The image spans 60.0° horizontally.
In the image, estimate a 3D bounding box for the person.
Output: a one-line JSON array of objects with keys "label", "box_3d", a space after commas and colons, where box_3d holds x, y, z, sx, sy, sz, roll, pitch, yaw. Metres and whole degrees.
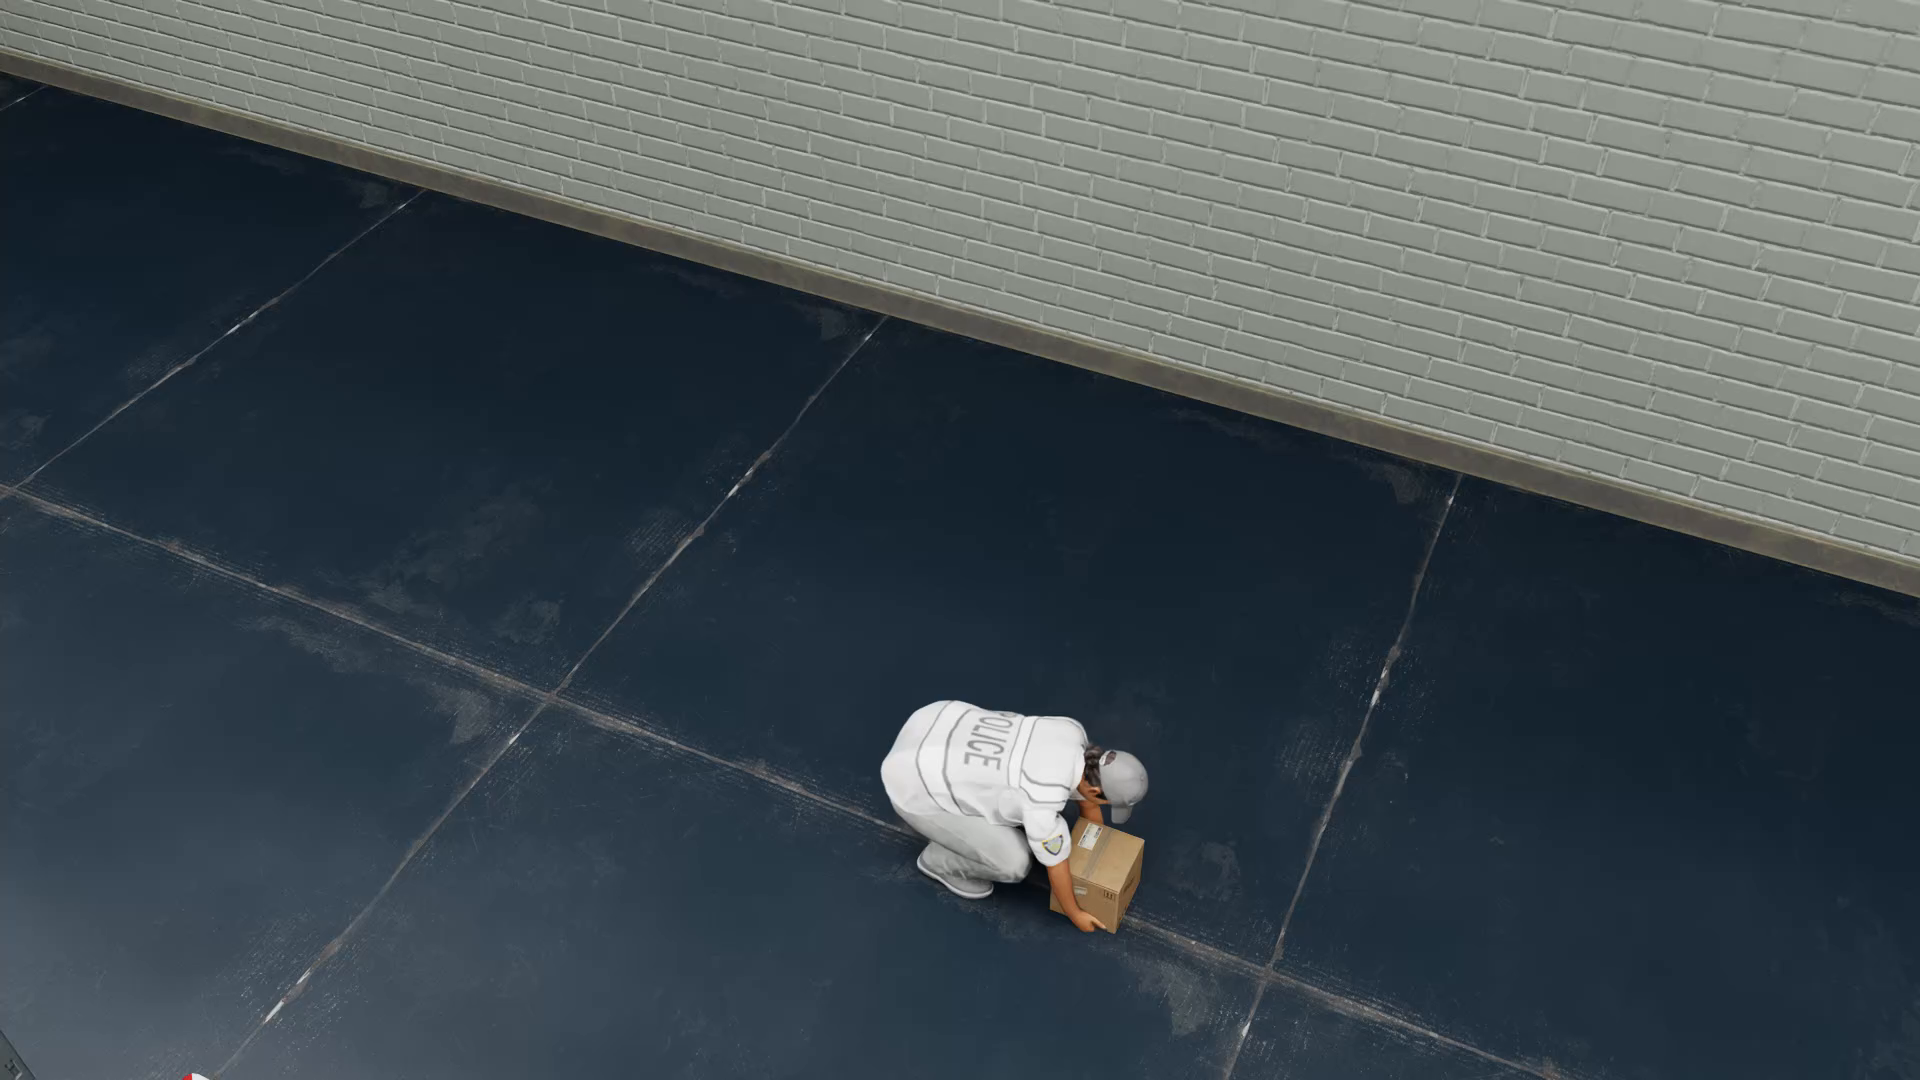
[{"label": "person", "box_3d": [0.191, 0.928, 5.859, 0.919, 0.772, 0.513, 17, 45, 17]}]
